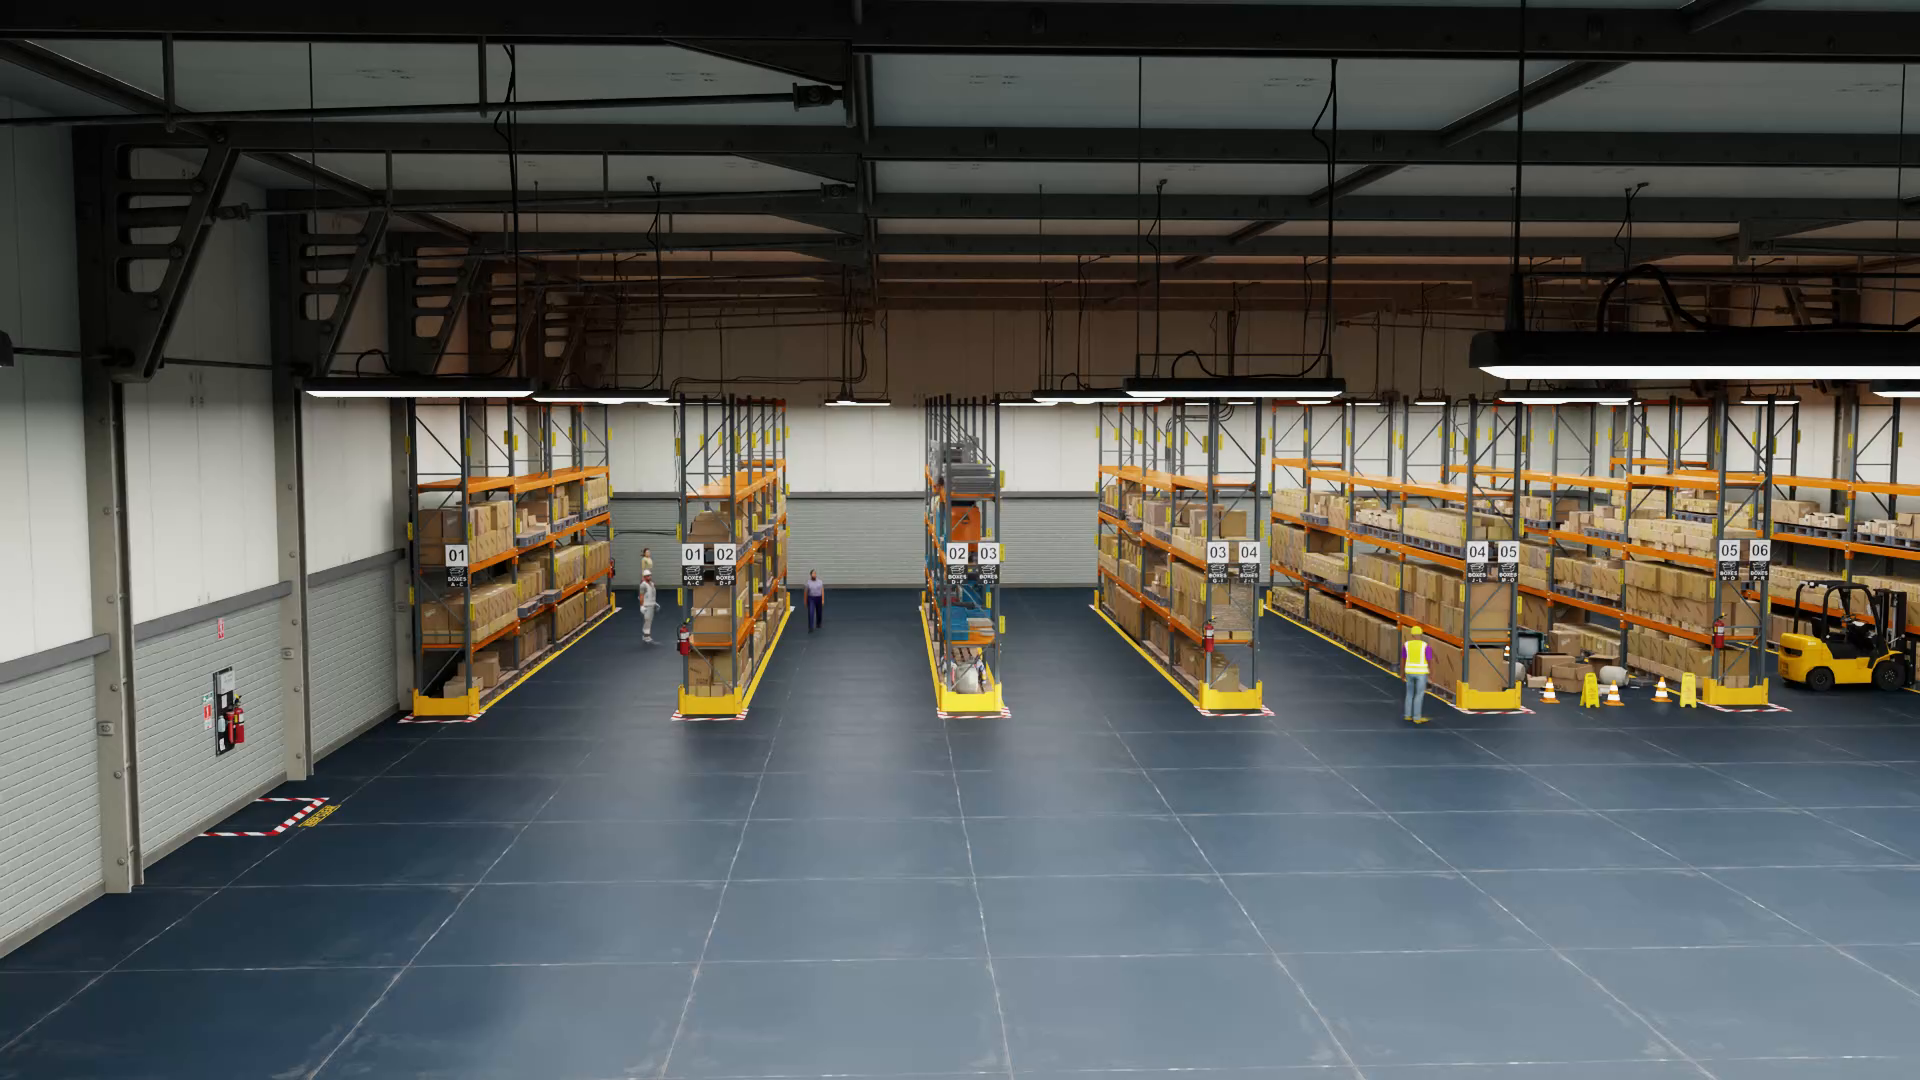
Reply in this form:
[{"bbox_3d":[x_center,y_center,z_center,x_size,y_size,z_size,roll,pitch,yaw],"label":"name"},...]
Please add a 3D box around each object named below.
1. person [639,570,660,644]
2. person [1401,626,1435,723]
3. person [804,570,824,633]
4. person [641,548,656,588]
[{"bbox_3d":[-7.555,1.624,40.565,0.443,1.801,0.613,0,5,6],"label":"person"},{"bbox_3d":[8.394,2.456,30.376,0.621,1.793,0.464,4,6,40],"label":"person"},{"bbox_3d":[-3.742,1.554,42.610,0.514,1.596,0.952,-1,5,-8],"label":"person"},{"bbox_3d":[-9.066,1.066,48.239,0.459,1.666,0.522,-1,5,-7],"label":"person"}]
